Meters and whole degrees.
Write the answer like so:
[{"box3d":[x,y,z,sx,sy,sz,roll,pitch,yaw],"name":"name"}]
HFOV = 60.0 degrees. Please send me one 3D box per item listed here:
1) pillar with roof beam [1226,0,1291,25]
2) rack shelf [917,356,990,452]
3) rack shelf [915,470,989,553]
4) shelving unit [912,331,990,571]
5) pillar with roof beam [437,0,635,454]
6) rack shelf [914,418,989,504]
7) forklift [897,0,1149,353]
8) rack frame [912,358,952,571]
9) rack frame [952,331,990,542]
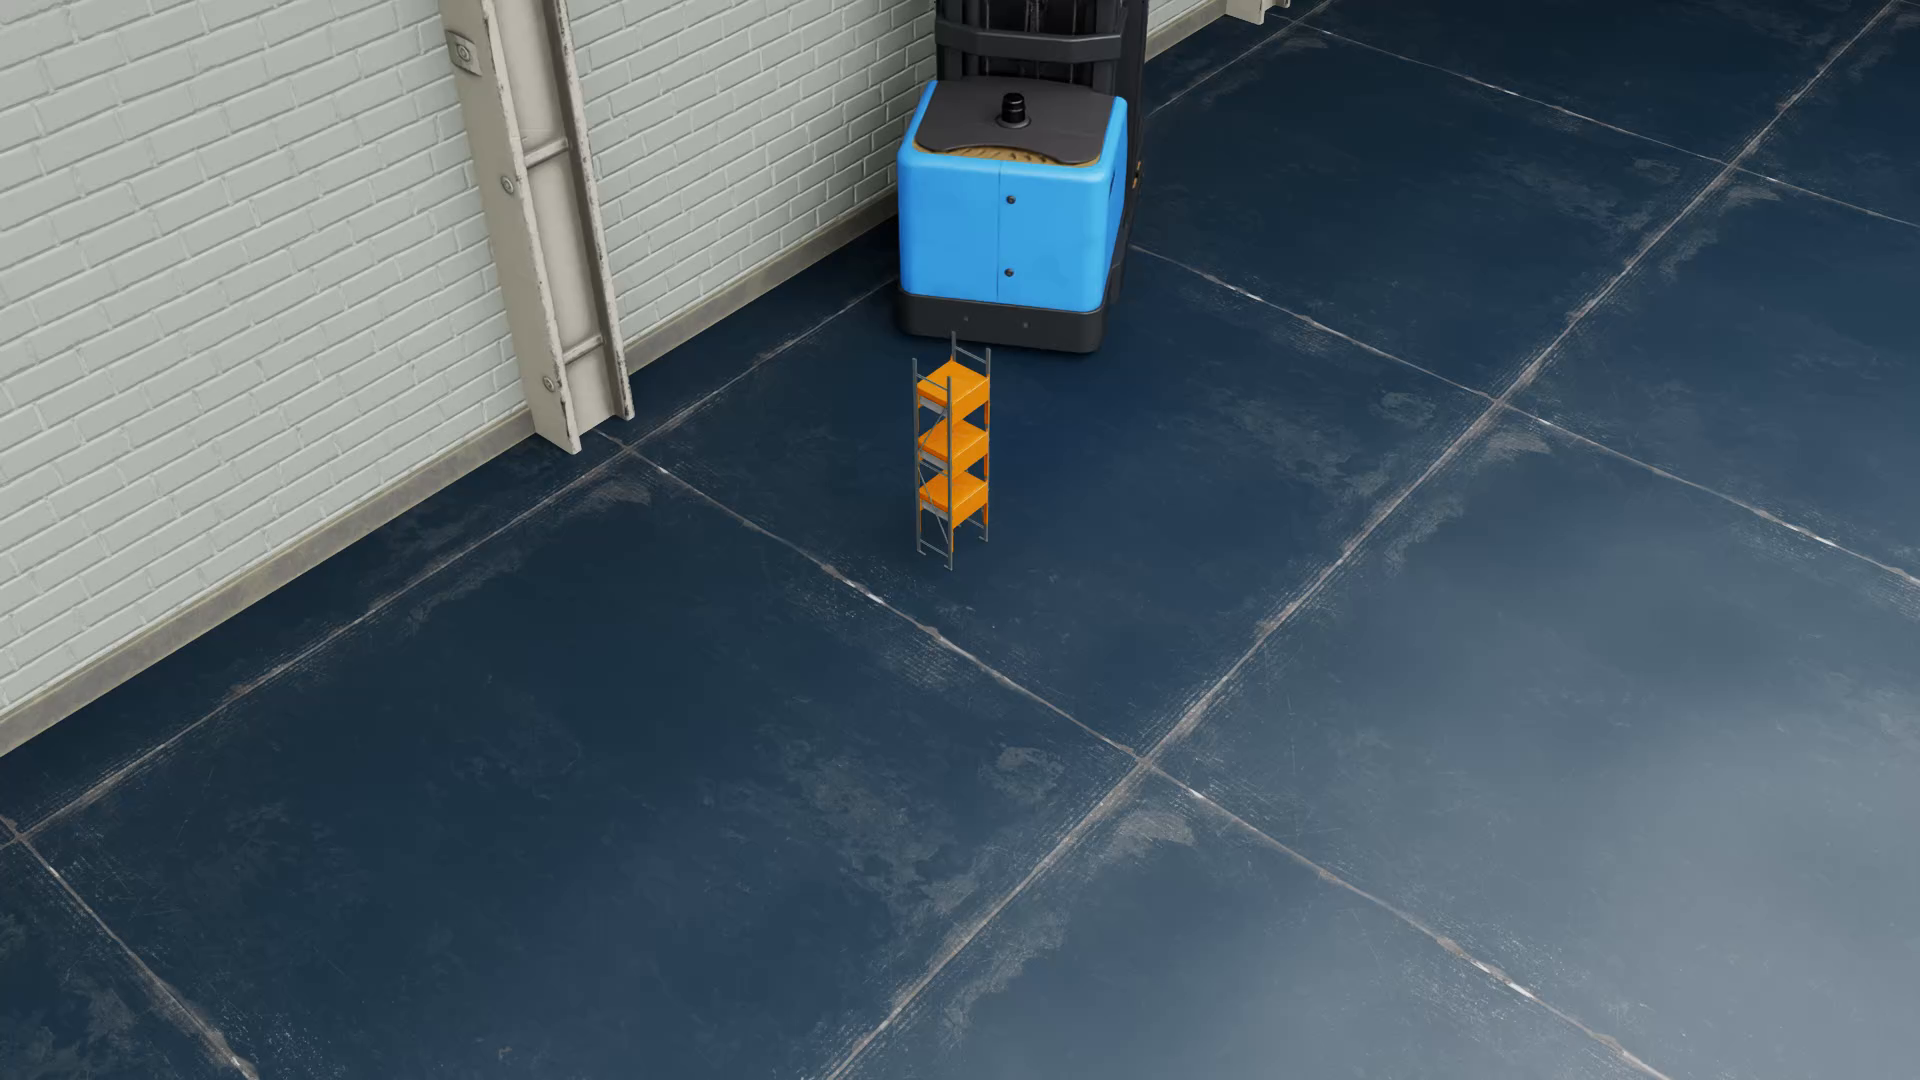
[{"box3d":[5.333,-5.126,6.381,9.100,9.000,0.400,29,50,28],"name":"pillar with roof beam"},{"box3d":[-0.034,-0.563,6.865,0.215,0.259,0.240,29,50,28],"name":"rack shelf"},{"box3d":[-0.034,-0.147,7.243,0.215,0.259,0.240,29,50,28],"name":"rack shelf"},{"box3d":[-0.034,-0.361,7.049,0.215,1.050,0.252,29,50,28],"name":"shelving unit"},{"box3d":[1.472,-2.037,2.983,9.100,9.000,0.400,29,50,28],"name":"pillar with roof beam"},{"box3d":[-0.034,-0.353,7.056,0.215,0.259,0.240,29,50,28],"name":"rack shelf"},{"box3d":[0.463,-3.025,8.581,1.130,2.935,3.031,7,43,8],"name":"forklift"},{"box3d":[-0.113,-0.298,6.980,0.200,1.050,0.008,29,50,28],"name":"rack frame"},{"box3d":[0.044,-0.424,7.118,0.200,1.050,0.008,29,50,28],"name":"rack frame"}]
